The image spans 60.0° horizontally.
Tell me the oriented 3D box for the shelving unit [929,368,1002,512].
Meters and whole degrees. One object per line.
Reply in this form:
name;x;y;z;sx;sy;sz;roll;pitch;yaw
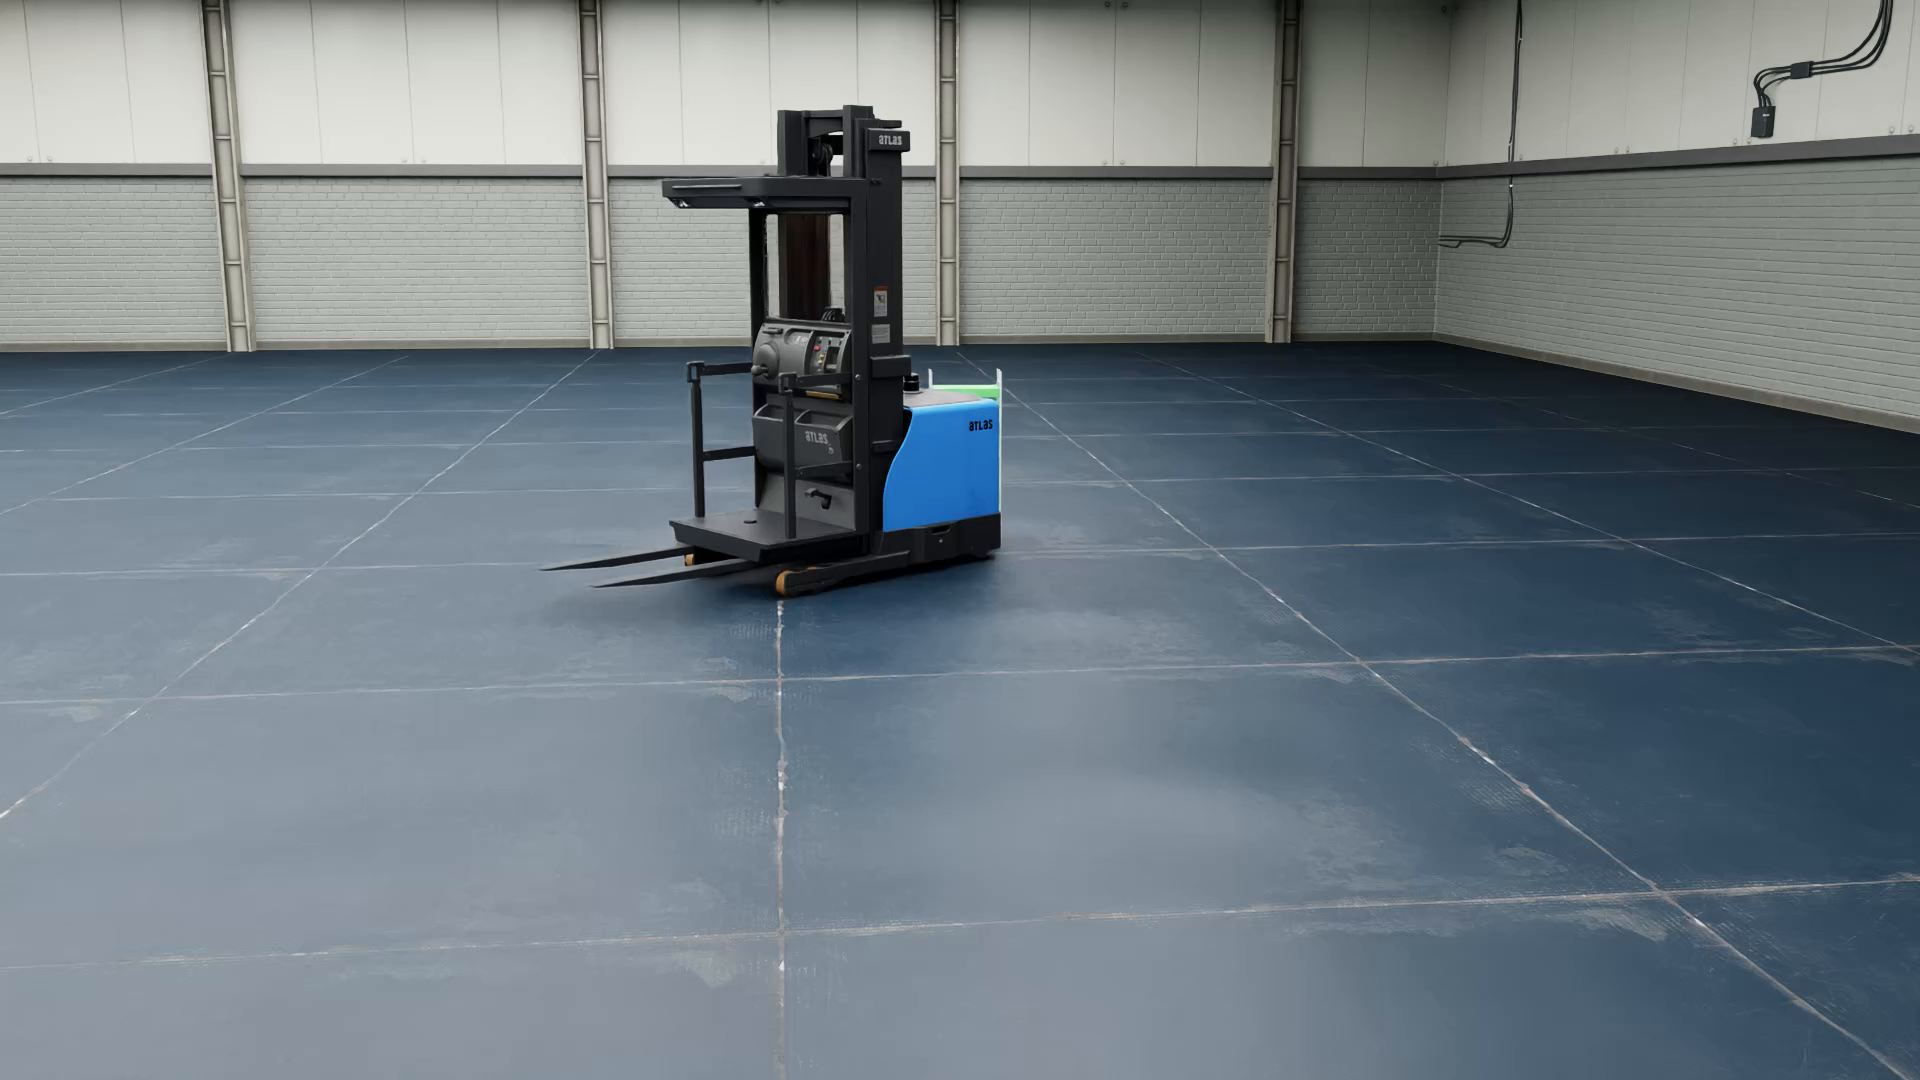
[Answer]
shelving unit;0.035;-0.616;11.891;0.503;1.200;0.258;-1;11;-3

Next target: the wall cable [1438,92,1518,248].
wall cable;8.814;-6.278;28.522;0.112;2.526;3.097;-1;11;-6

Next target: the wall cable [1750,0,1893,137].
wall cable;9.824;-7.649;18.632;0.169;6.003;2.305;-1;11;-6

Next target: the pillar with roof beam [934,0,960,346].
pillar with roof beam;0.243;-7.043;24.365;0.400;9.000;9.100;-1;11;-6

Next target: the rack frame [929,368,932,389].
rack frame;-0.208;-0.614;11.879;0.015;1.200;0.240;-1;11;-3

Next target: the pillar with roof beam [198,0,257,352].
pillar with roof beam;-11.687;-6.793;23.093;0.400;9.000;9.100;-1;11;-6

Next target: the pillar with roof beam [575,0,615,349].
pillar with roof beam;-5.722;-6.918;23.729;0.400;9.000;9.100;-1;11;-6

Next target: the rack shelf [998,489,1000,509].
rack shelf;0.035;-0.318;11.949;0.480;0.148;0.258;-1;11;-3

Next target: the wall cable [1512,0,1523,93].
wall cable;9.106;-8.237;25.396;0.112;2.526;3.097;-1;11;-6

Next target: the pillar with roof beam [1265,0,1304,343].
pillar with roof beam;6.207;-7.168;25.000;0.400;9.000;9.100;-1;11;-6

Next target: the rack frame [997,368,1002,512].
rack frame;0.279;-0.618;11.902;0.015;1.200;0.240;-1;11;-3

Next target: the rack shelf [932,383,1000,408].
rack shelf;0.035;-1.024;11.810;0.480;0.148;0.258;-1;11;-3

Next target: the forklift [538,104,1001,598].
forklift;-1.157;-1.200;10.375;3.031;2.935;1.130;-10;15;-41
